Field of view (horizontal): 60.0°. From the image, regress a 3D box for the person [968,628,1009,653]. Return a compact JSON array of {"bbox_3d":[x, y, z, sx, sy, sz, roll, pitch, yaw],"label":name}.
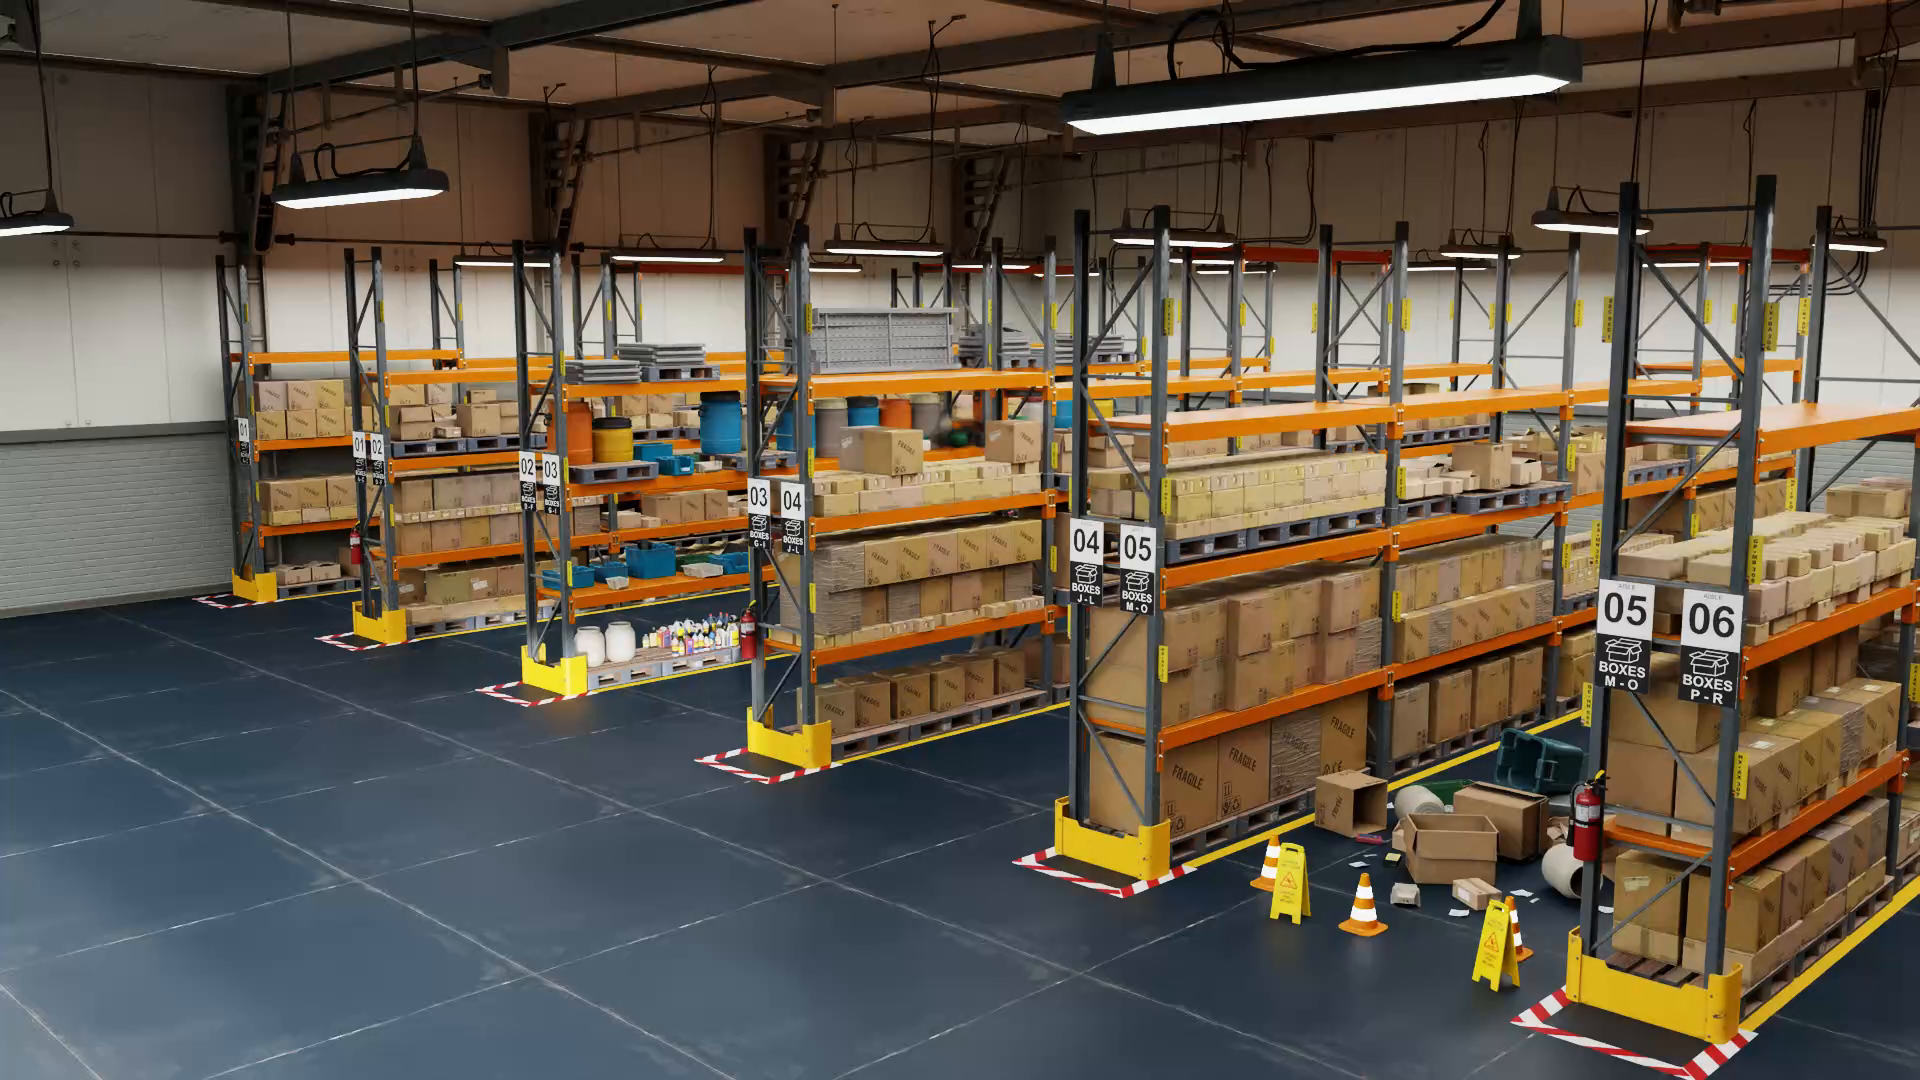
[{"bbox_3d":[0.397,0.728,23.472,0.648,1.829,0.698,8,11,43],"label":"person"}]
